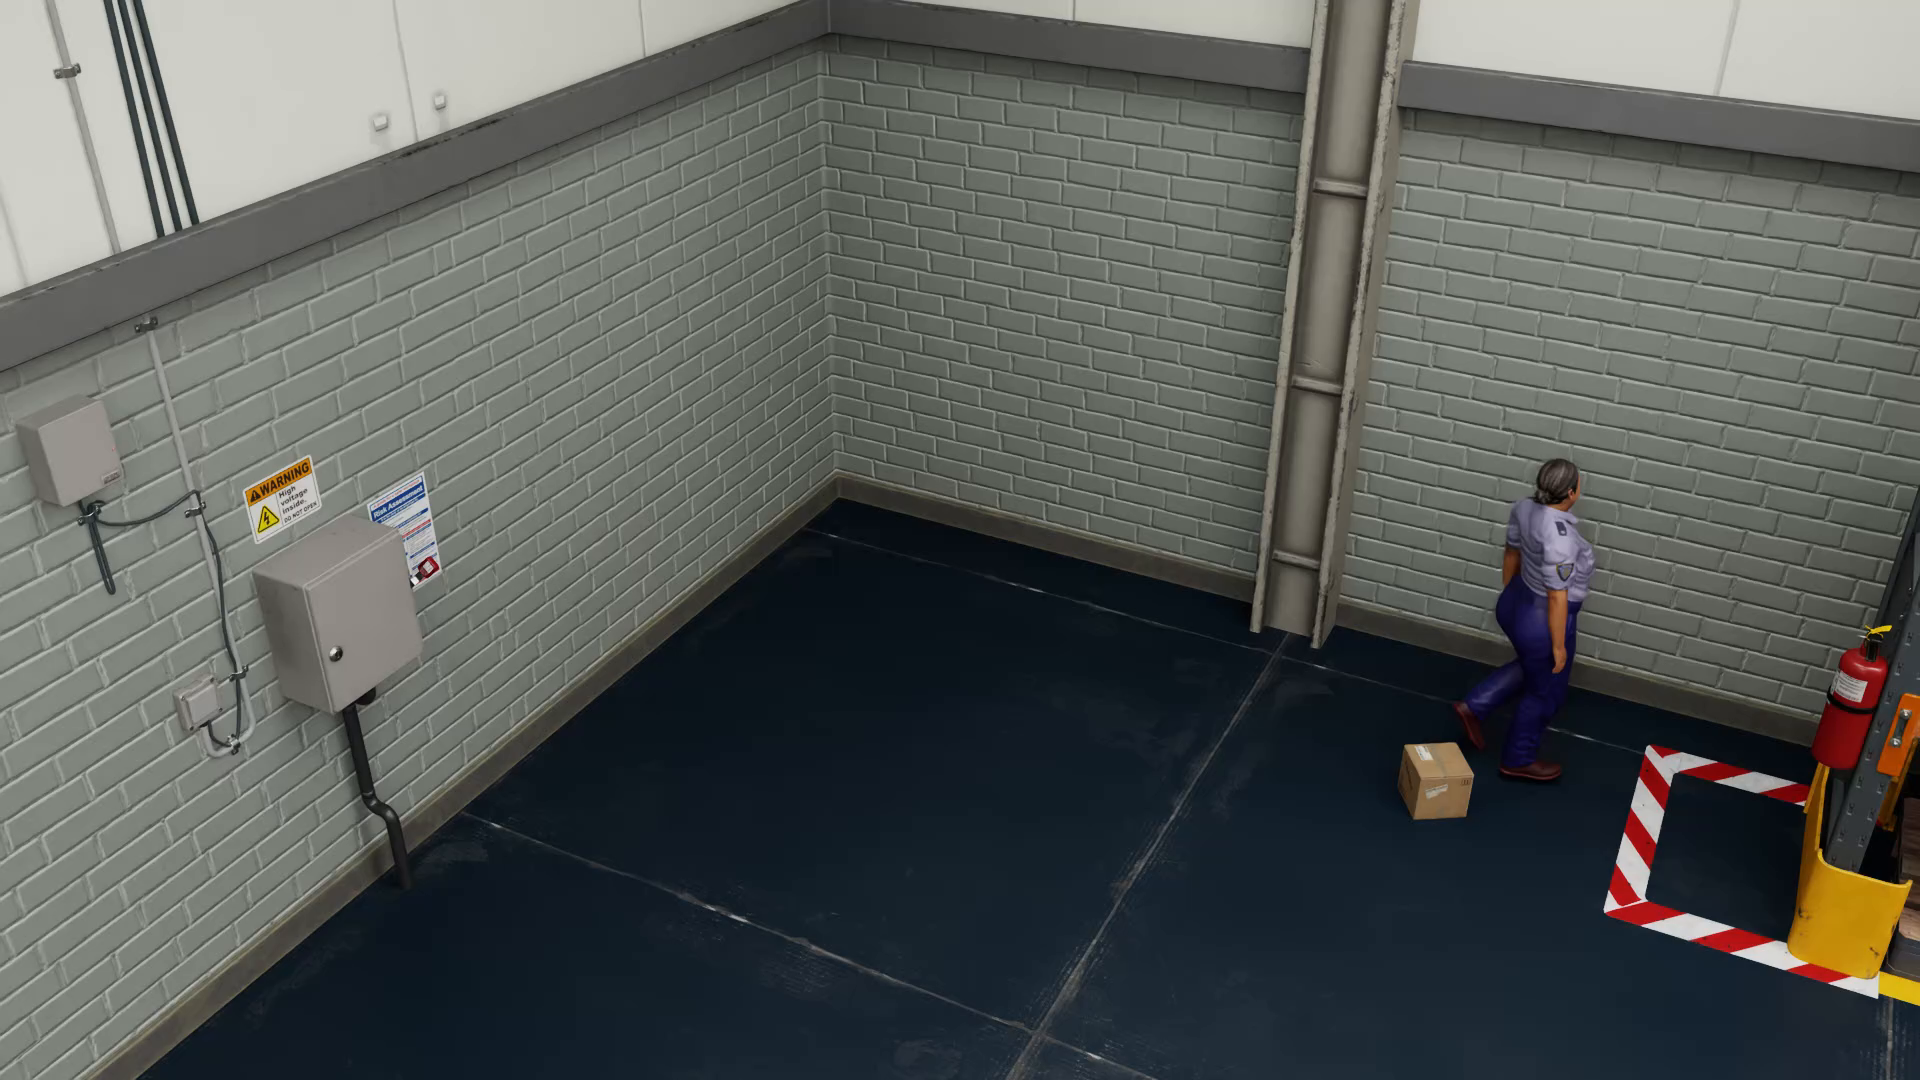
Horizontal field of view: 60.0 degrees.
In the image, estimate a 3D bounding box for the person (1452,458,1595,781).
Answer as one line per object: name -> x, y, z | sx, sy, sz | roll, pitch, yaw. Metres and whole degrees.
person -> 2.623, 0.365, 7.632 | 0.499, 1.633, 0.507 | -2, 30, -4
